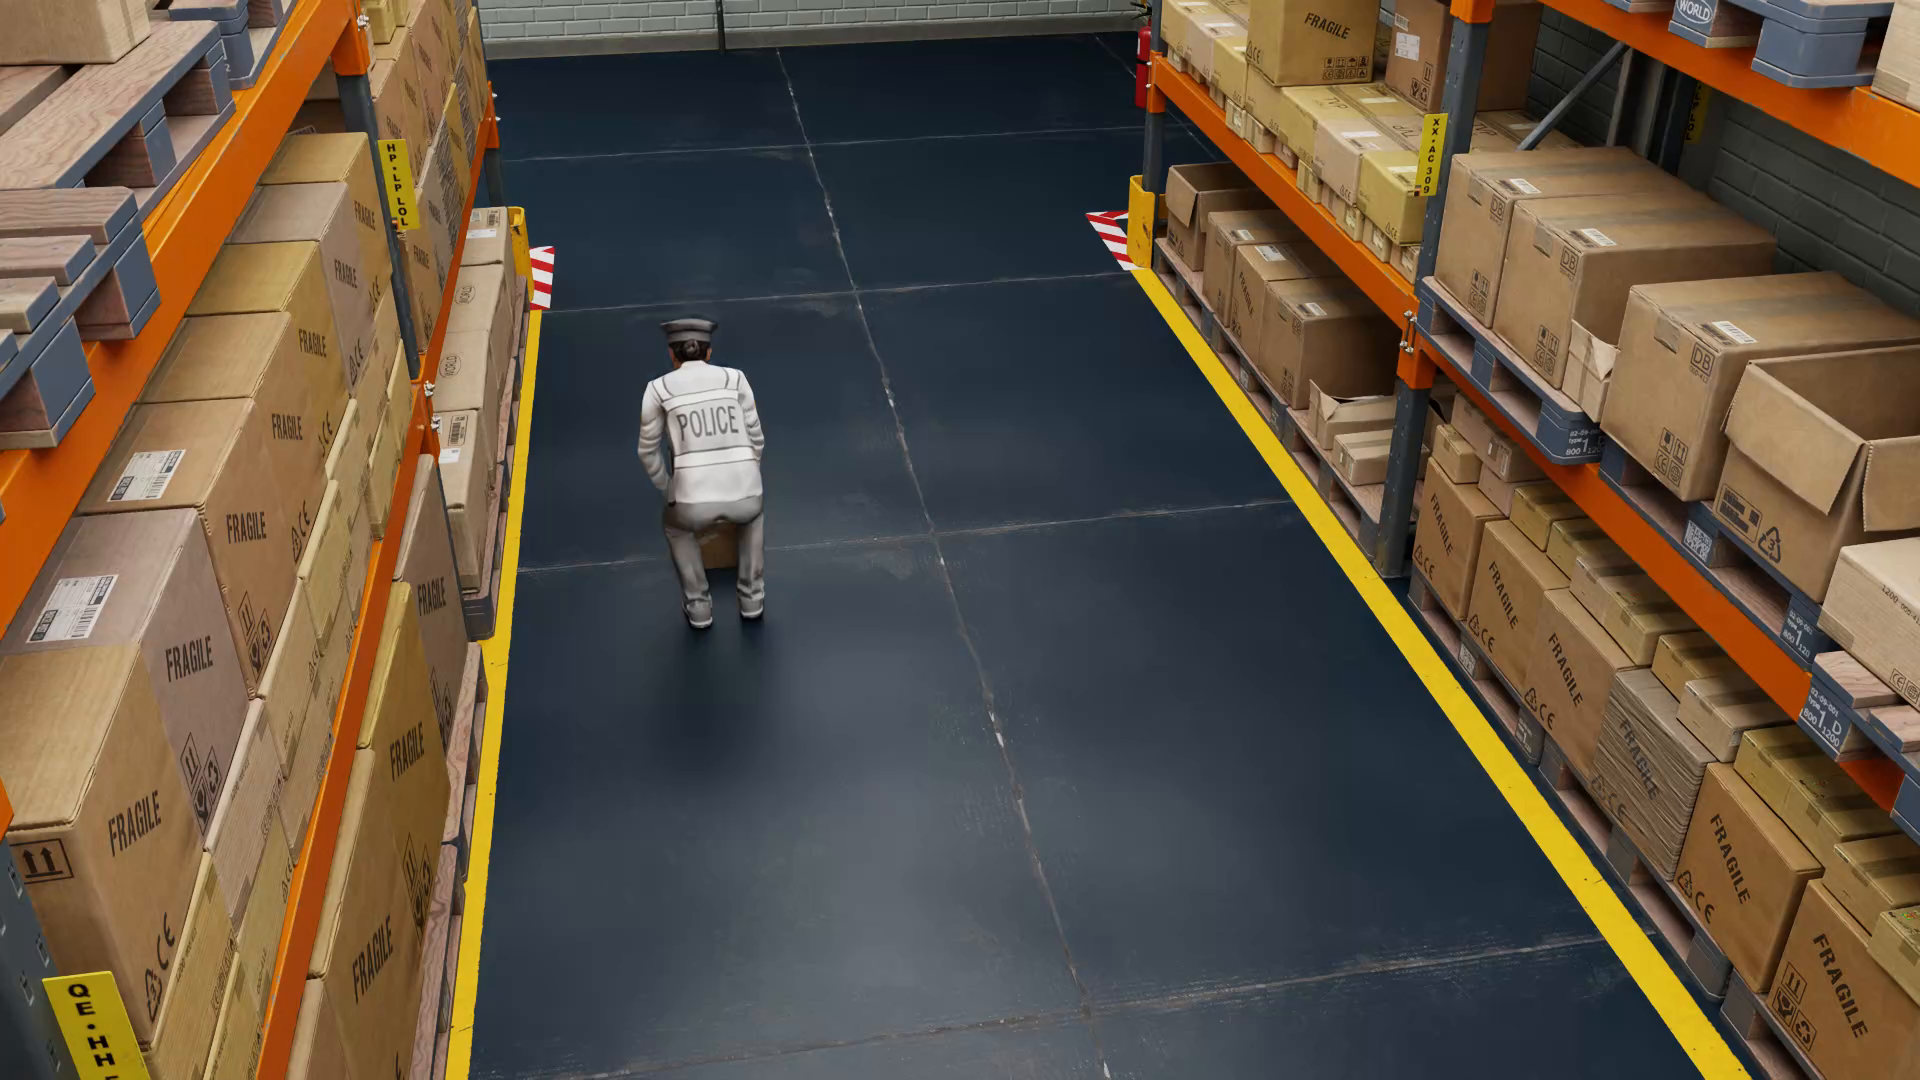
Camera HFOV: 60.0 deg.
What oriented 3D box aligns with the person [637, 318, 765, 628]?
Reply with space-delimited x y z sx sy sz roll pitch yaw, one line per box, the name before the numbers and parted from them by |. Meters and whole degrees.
person | -1.072 -0.267 6.976 0.531 1.263 0.764 -6 31 -9
